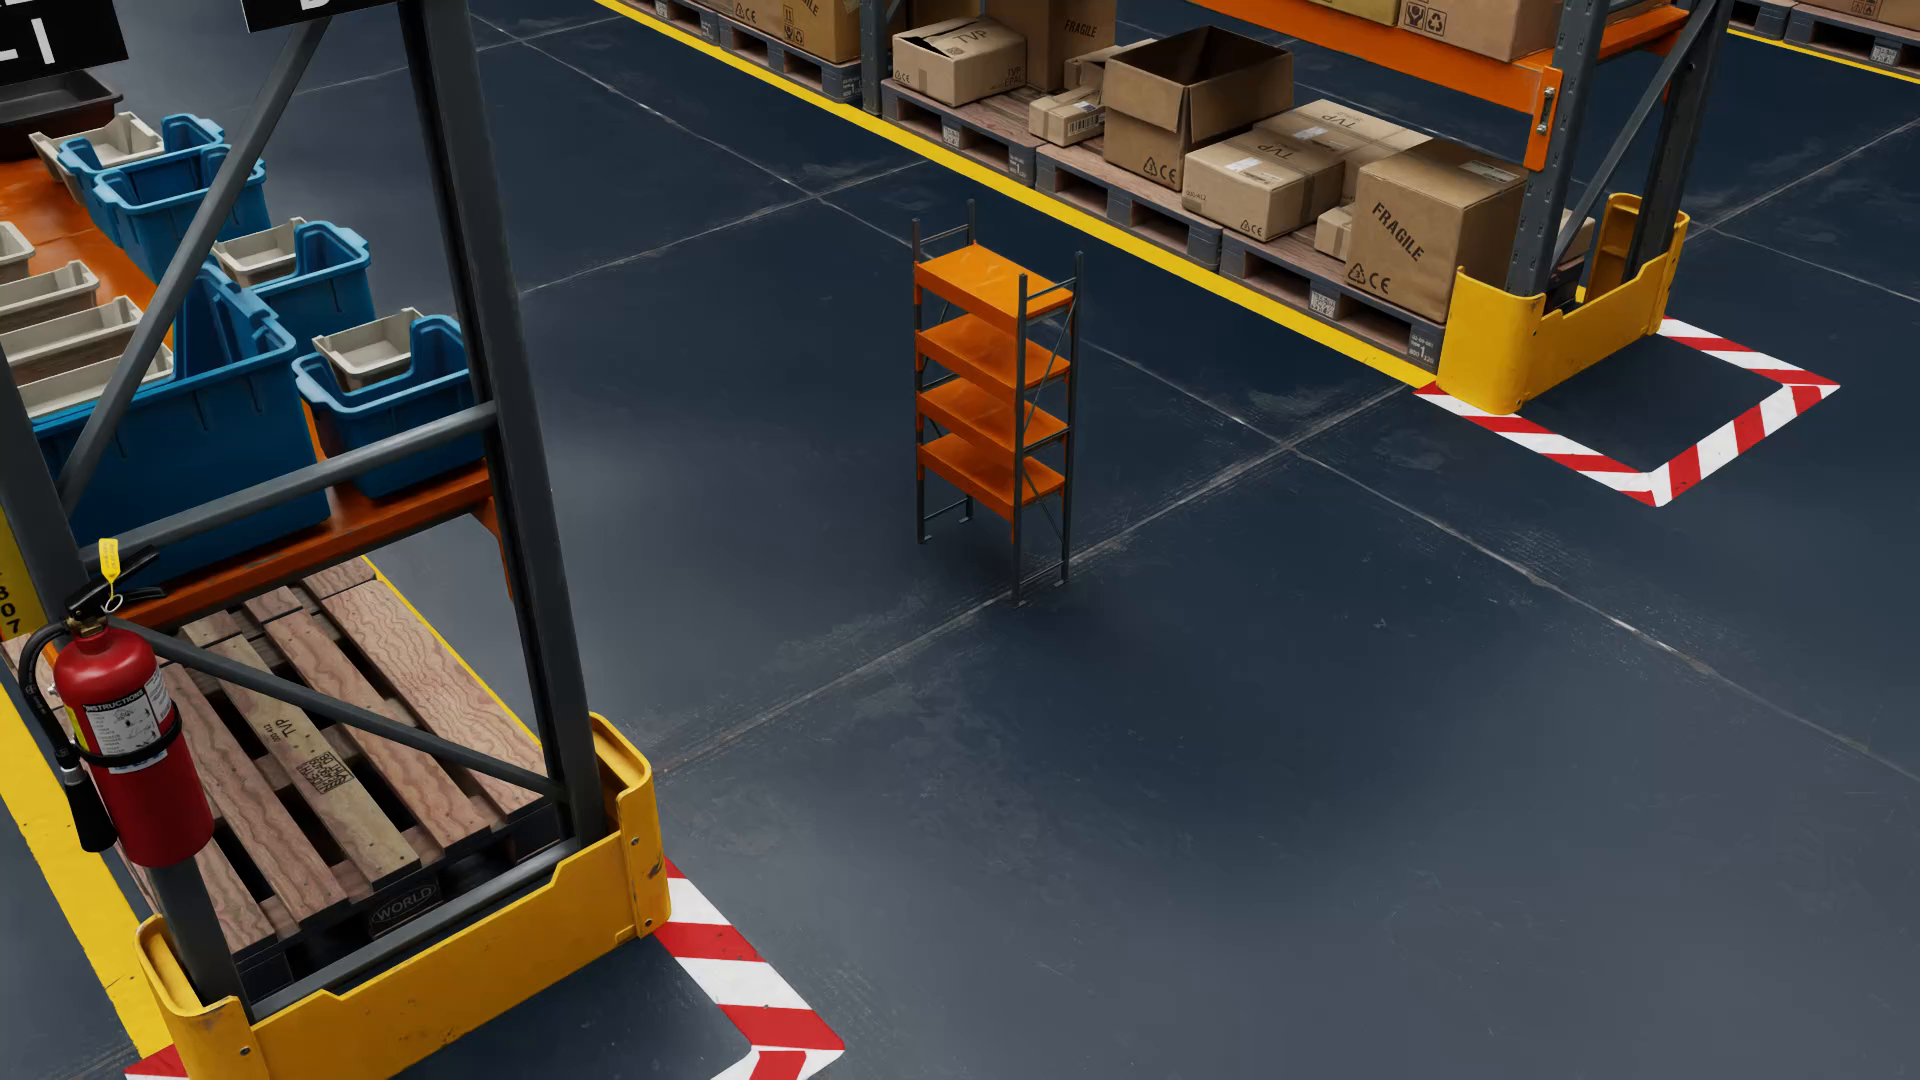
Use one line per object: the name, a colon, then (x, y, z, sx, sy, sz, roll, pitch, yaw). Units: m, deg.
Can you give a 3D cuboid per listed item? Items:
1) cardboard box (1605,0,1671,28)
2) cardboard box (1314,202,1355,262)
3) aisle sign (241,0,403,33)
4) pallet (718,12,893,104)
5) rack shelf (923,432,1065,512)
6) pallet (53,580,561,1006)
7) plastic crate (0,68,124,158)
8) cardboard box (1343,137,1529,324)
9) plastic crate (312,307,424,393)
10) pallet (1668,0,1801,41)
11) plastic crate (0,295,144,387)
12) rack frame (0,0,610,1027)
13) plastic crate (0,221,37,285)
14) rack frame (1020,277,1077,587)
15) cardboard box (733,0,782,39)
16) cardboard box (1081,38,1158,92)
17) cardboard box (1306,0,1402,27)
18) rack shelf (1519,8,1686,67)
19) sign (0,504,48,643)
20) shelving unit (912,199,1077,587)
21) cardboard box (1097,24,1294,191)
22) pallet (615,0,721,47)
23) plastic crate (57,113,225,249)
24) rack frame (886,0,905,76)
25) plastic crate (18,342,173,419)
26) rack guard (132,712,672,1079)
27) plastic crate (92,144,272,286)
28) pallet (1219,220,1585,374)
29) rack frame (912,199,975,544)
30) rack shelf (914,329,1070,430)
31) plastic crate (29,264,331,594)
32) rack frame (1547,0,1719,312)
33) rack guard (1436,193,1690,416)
cardboard box: (2.388, -2.285, 6.294, 0.500, 0.500, 0.500, -25, 42, -31)
cardboard box: (1.741, -1.334, 7.109, 0.380, 0.166, 0.250, -26, 43, -32)
aisle sign: (-1.040, -1.244, 2.662, 0.394, 0.787, 0.004, -26, 43, -32)
pallet: (-0.663, -2.923, 9.694, 1.003, 0.211, 1.213, -26, 43, -32)
rack shelf: (0.107, -0.232, 5.431, 0.221, 0.050, 0.457, -26, 43, -32)
pallet: (-1.816, 0.655, 4.642, 1.003, 0.211, 1.213, -26, 43, -32)
plastic crate: (-2.968, -1.388, 5.301, 0.437, 0.125, 0.590, -26, 43, -32)
cardboard box: (1.933, -1.257, 6.712, 0.500, 0.500, 0.500, -26, 43, -32)
plastic crate: (-1.365, -0.425, 3.931, 0.250, 0.136, 0.298, -26, 43, -32)
pallet: (4.895, -3.523, 10.542, 1.003, 0.211, 1.213, -26, 43, -32)
plastic crate: (-2.154, -0.447, 3.962, 0.396, 0.136, 0.243, -26, 43, -32)
rack frame: (-1.314, -0.104, 3.302, 1.000, 3.000, 0.127, -26, 43, -32)
plastic crate: (-2.558, -0.684, 4.297, 0.298, 0.136, 0.250, -26, 43, -32)
rack frame: (0.264, -0.309, 5.148, 0.228, 1.046, 0.006, -26, 43, -32)
cardboard box: (-0.959, -3.208, 9.466, 0.500, 0.500, 0.500, -26, 43, -32)
cardboard box: (0.960, -2.321, 8.378, 0.500, 0.311, 0.500, -26, 43, -32)
cardboard box: (1.638, -2.315, 6.336, 0.500, 0.500, 0.500, -26, 43, -31)
rack shelf: (1.182, -2.648, 7.285, 0.919, 0.052, 3.809, -26, 43, -32)
sign: (-1.724, 0.042, 2.955, 0.100, 0.325, 0.005, -26, 43, -32)
shelving unit: (0.105, -0.418, 5.301, 0.258, 1.200, 0.499, -26, 43, -32)
cardboard box: (1.108, -2.049, 7.827, 0.797, 0.503, 0.637, -26, 43, -32)
pallet: (-1.454, -3.462, 10.455, 1.003, 0.211, 1.213, -26, 43, -32)
plastic crate: (-2.265, -1.006, 4.668, 0.416, 0.233, 0.300, -26, 43, -32)
rack frame: (-0.106, -3.717, 8.403, 0.949, 2.616, 0.053, -26, 43, -32)
plastic crate: (-1.978, -0.313, 3.773, 0.396, 0.136, 0.243, -26, 43, -32)
rack guard: (-1.288, 0.922, 4.016, 1.175, 0.500, 0.348, -26, 43, -32)
plastic crate: (-2.071, -0.873, 4.481, 0.416, 0.233, 0.300, -26, 43, -32)
pallet: (-25.776, -11.246, 13.843, 28.867, 8.999, 54.027, -26, 43, -32)
rack frame: (-0.051, -0.524, 5.452, 0.240, 1.200, 0.015, -26, 43, -32)
rack shelf: (0.107, -0.544, 5.210, 0.258, 0.148, 0.480, -26, 43, -32)
plastic crate: (-1.673, -0.221, 3.384, 0.616, 0.435, 0.499, -26, 43, -32)
rack frame: (2.475, -1.951, 5.910, 0.949, 2.616, 0.053, -26, 43, -32)
rack guard: (2.423, -0.963, 6.678, 1.175, 0.500, 0.348, -26, 43, -32)
